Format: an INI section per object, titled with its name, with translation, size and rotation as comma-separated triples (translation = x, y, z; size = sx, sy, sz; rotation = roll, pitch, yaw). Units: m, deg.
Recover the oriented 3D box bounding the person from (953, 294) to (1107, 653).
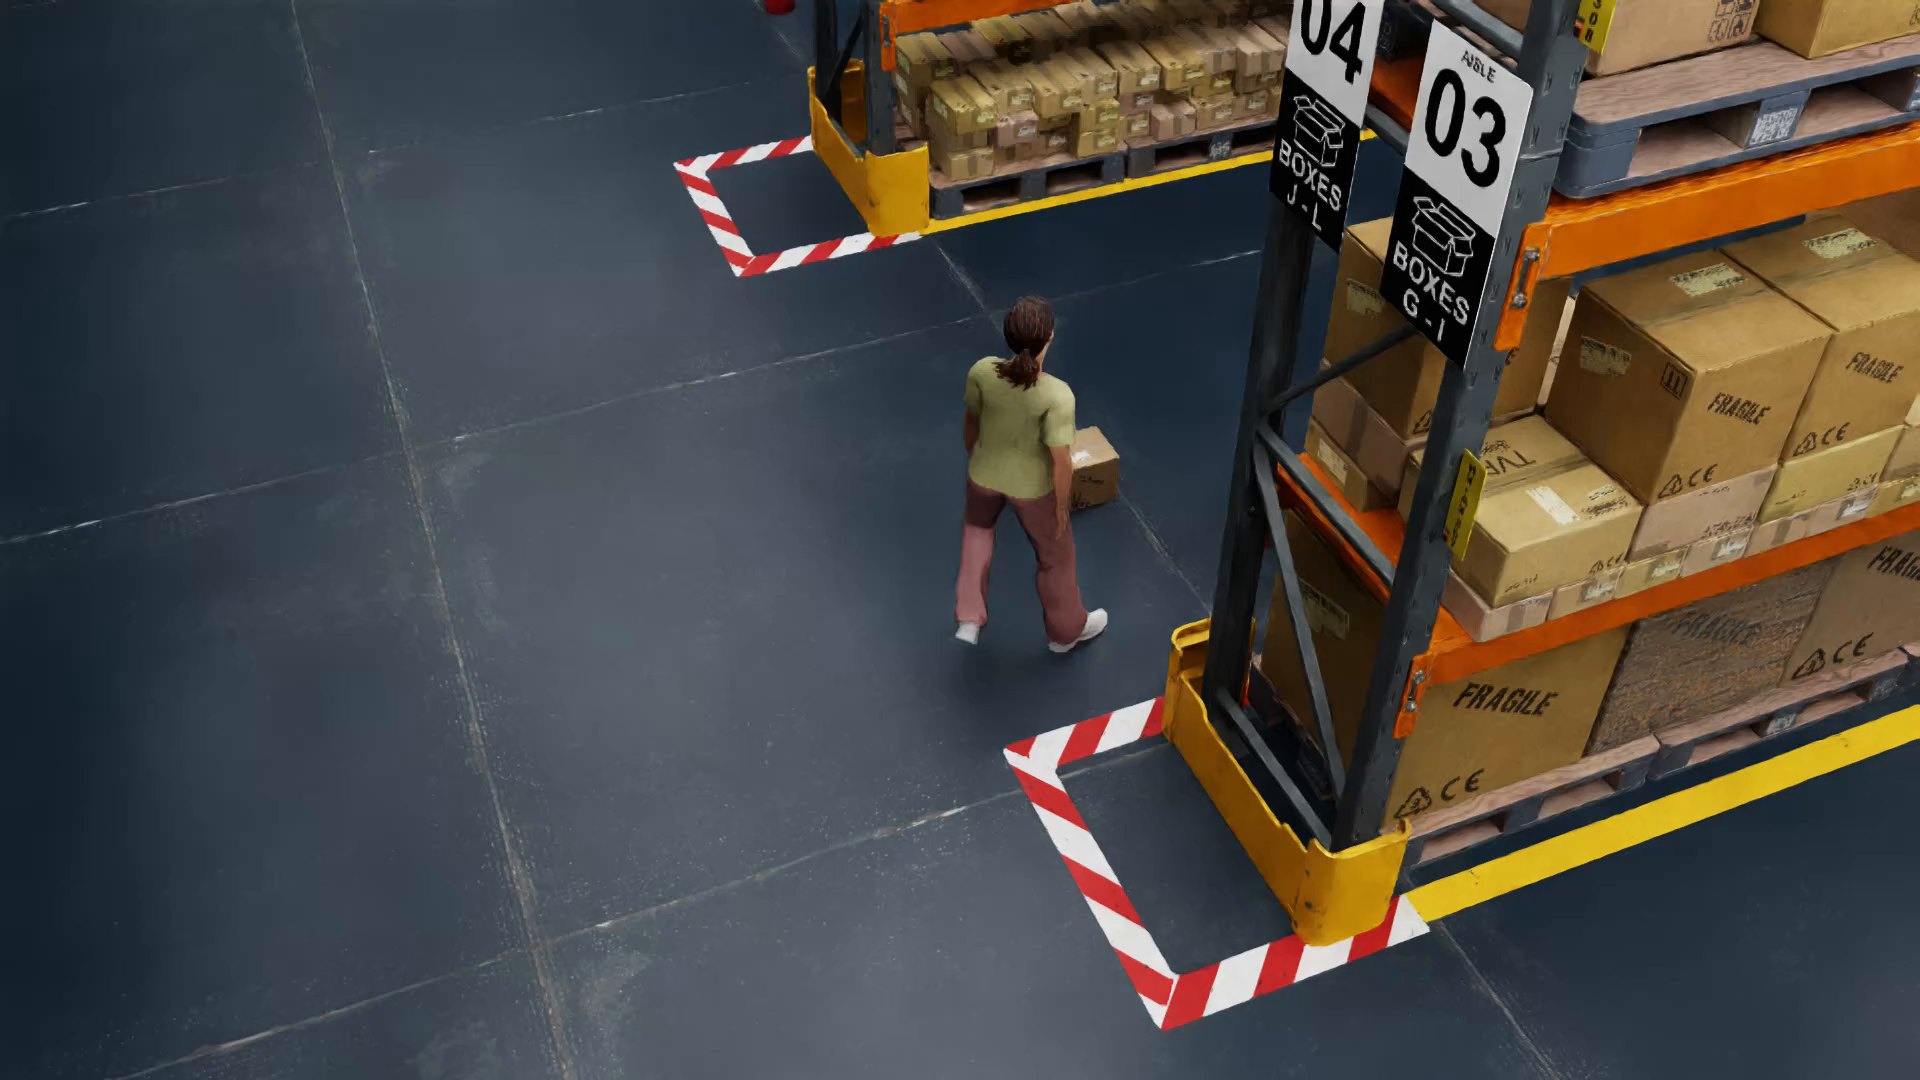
[person]
translation = 0.240, -0.093, 6.425
size = 0.600, 1.419, 0.589
rotation = 16, 44, 17
